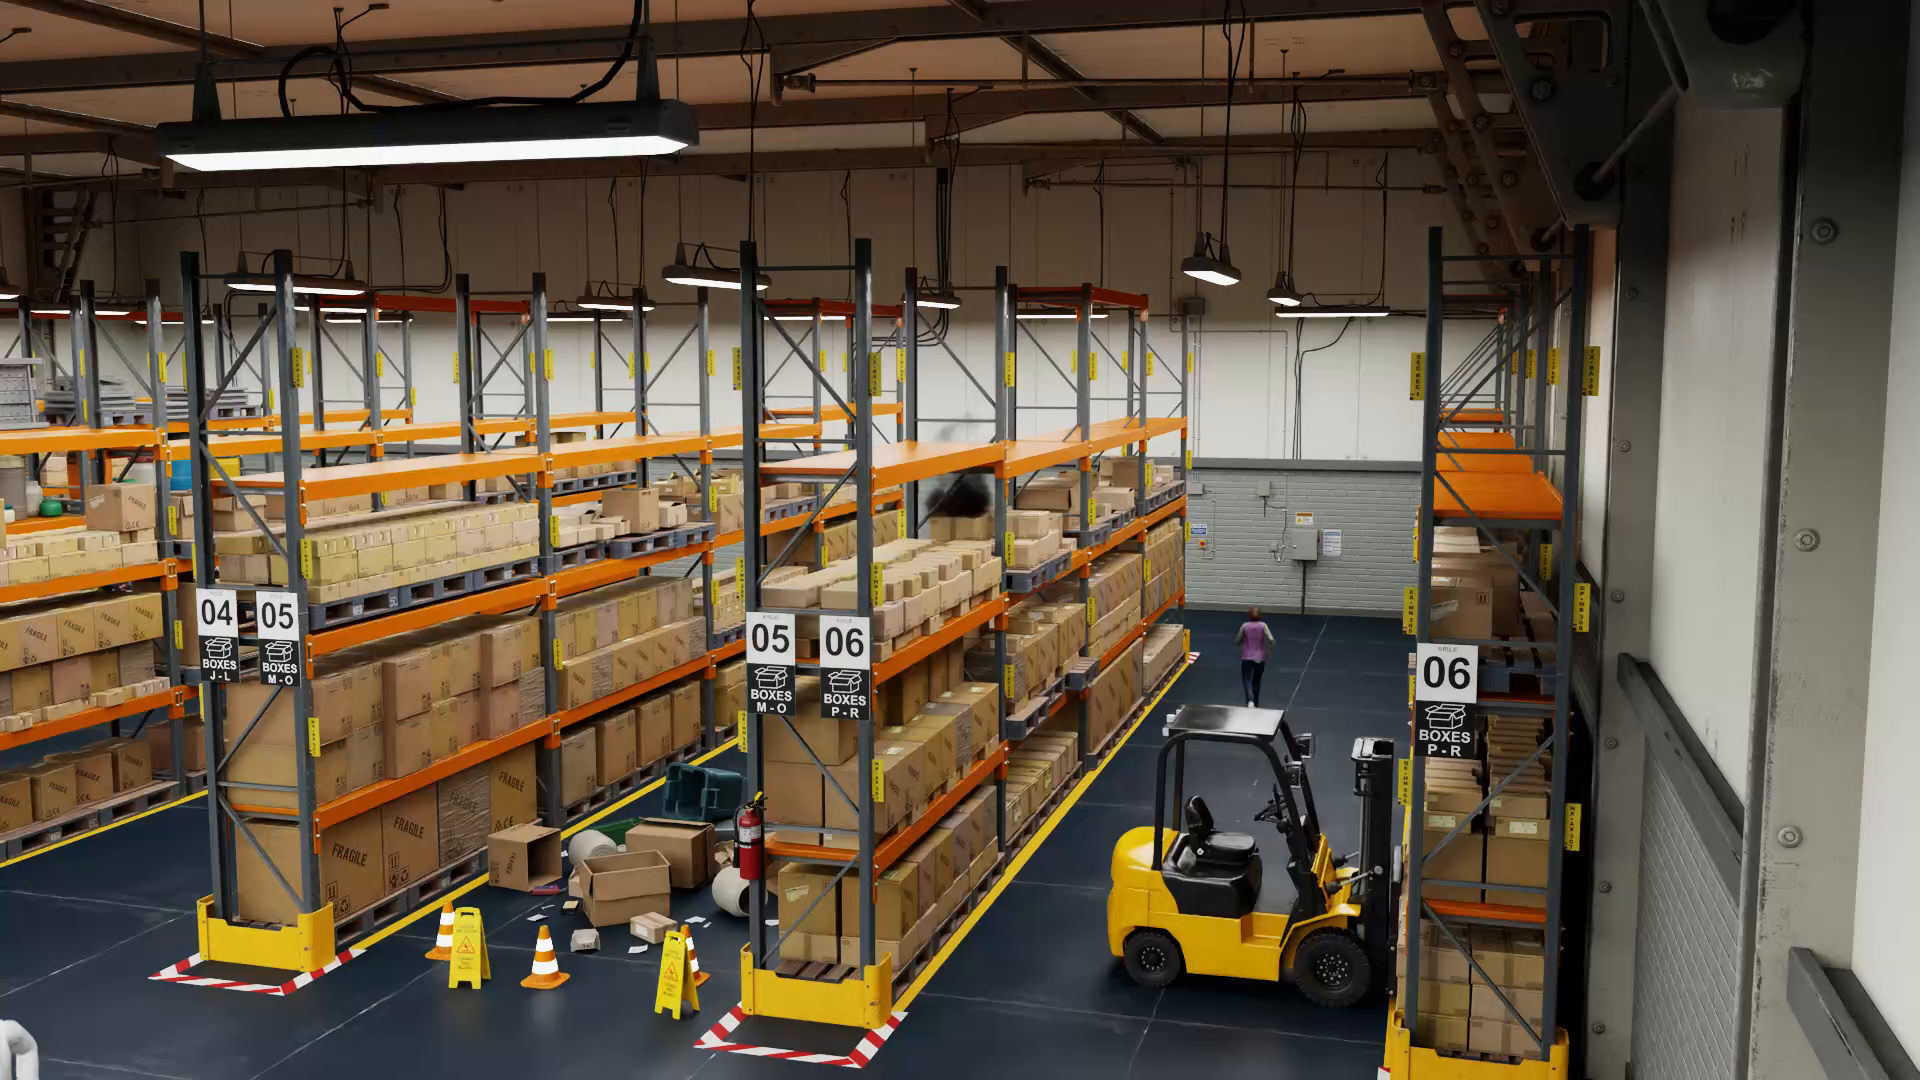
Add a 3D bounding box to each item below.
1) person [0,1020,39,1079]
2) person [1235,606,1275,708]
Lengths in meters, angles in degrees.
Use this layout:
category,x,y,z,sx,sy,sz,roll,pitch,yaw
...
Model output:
category,x,y,z,sx,sy,sz,roll,pitch,yaw
person,-5.281,3.277,8.904,0.674,1.832,0.930,-4,8,-33
person,4.184,1.718,23.650,0.542,1.579,0.886,0,6,3
